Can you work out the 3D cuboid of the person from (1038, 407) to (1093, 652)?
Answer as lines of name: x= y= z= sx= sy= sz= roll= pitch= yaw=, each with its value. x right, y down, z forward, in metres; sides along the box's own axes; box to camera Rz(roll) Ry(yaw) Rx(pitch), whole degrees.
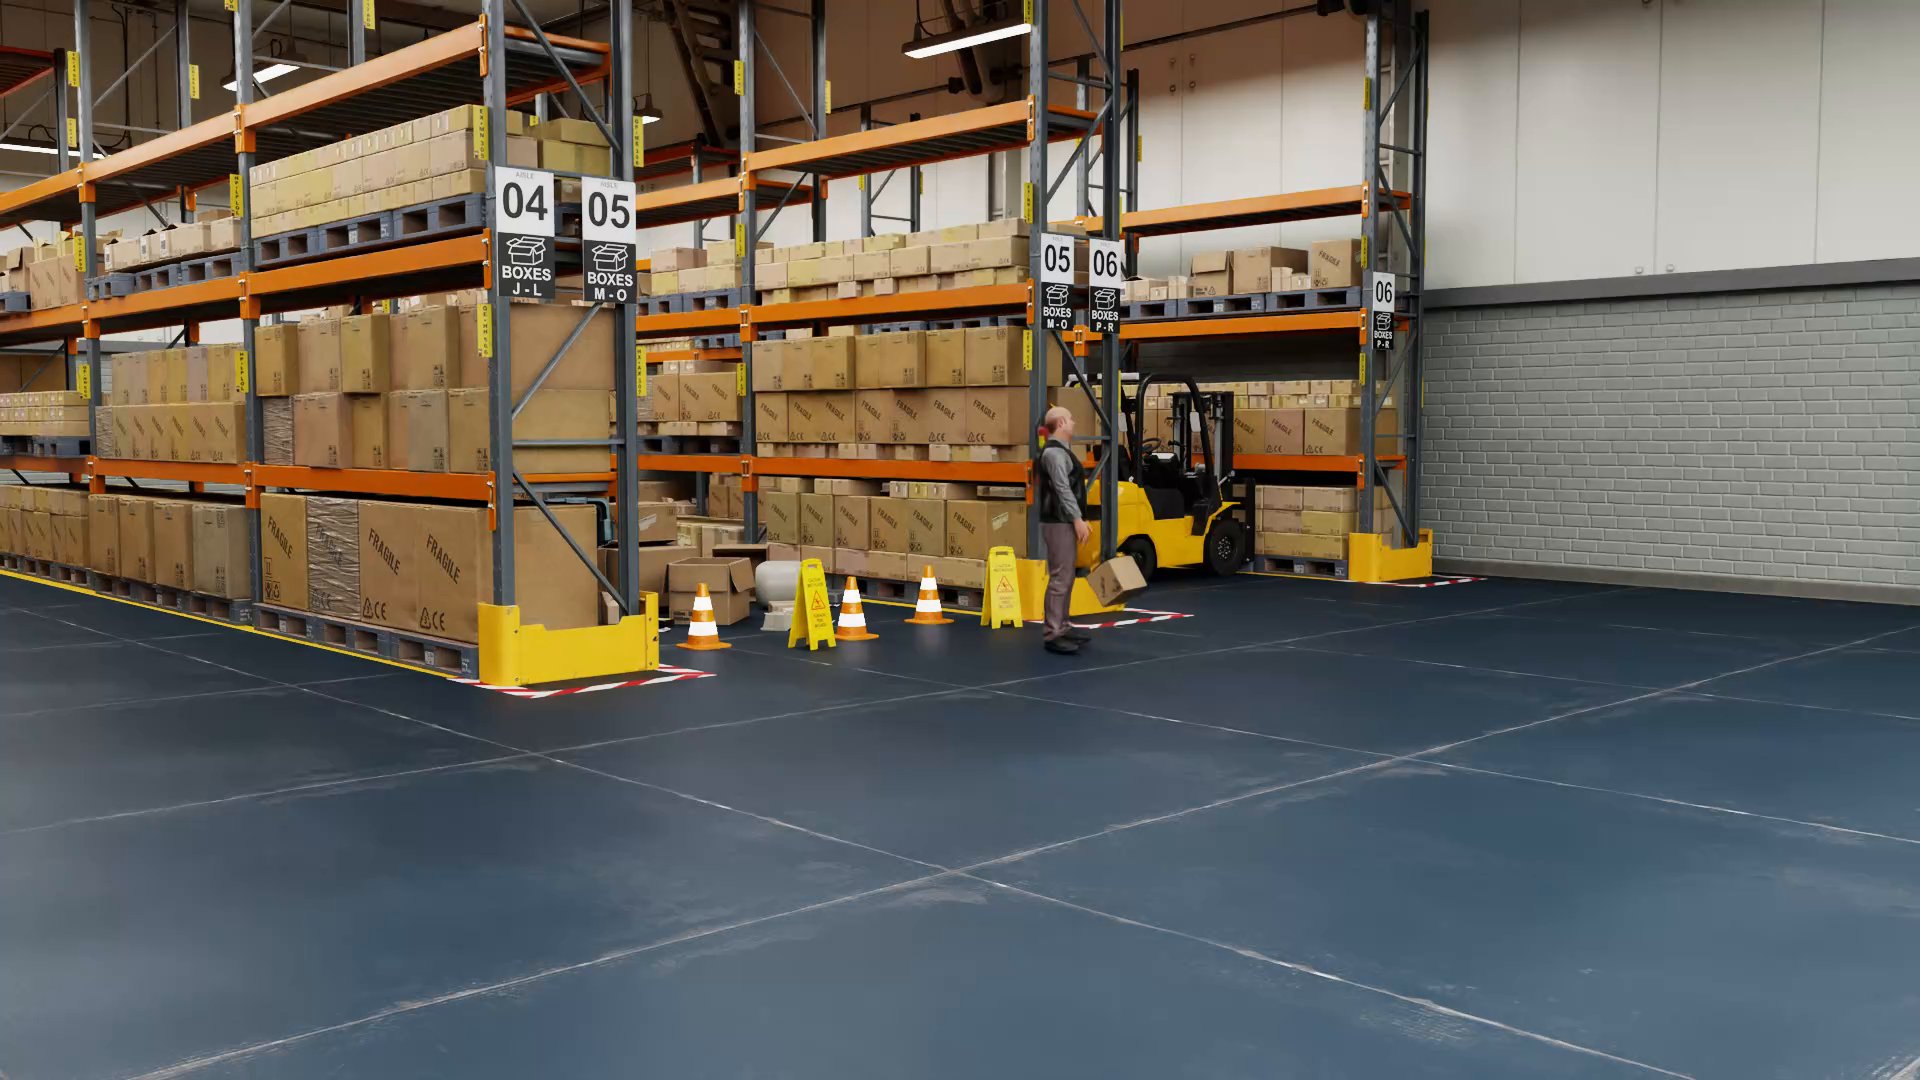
person: x=0.756 y=-0.089 z=11.949 sx=0.398 sy=1.731 sz=0.599 roll=0 pitch=4 yaw=4
